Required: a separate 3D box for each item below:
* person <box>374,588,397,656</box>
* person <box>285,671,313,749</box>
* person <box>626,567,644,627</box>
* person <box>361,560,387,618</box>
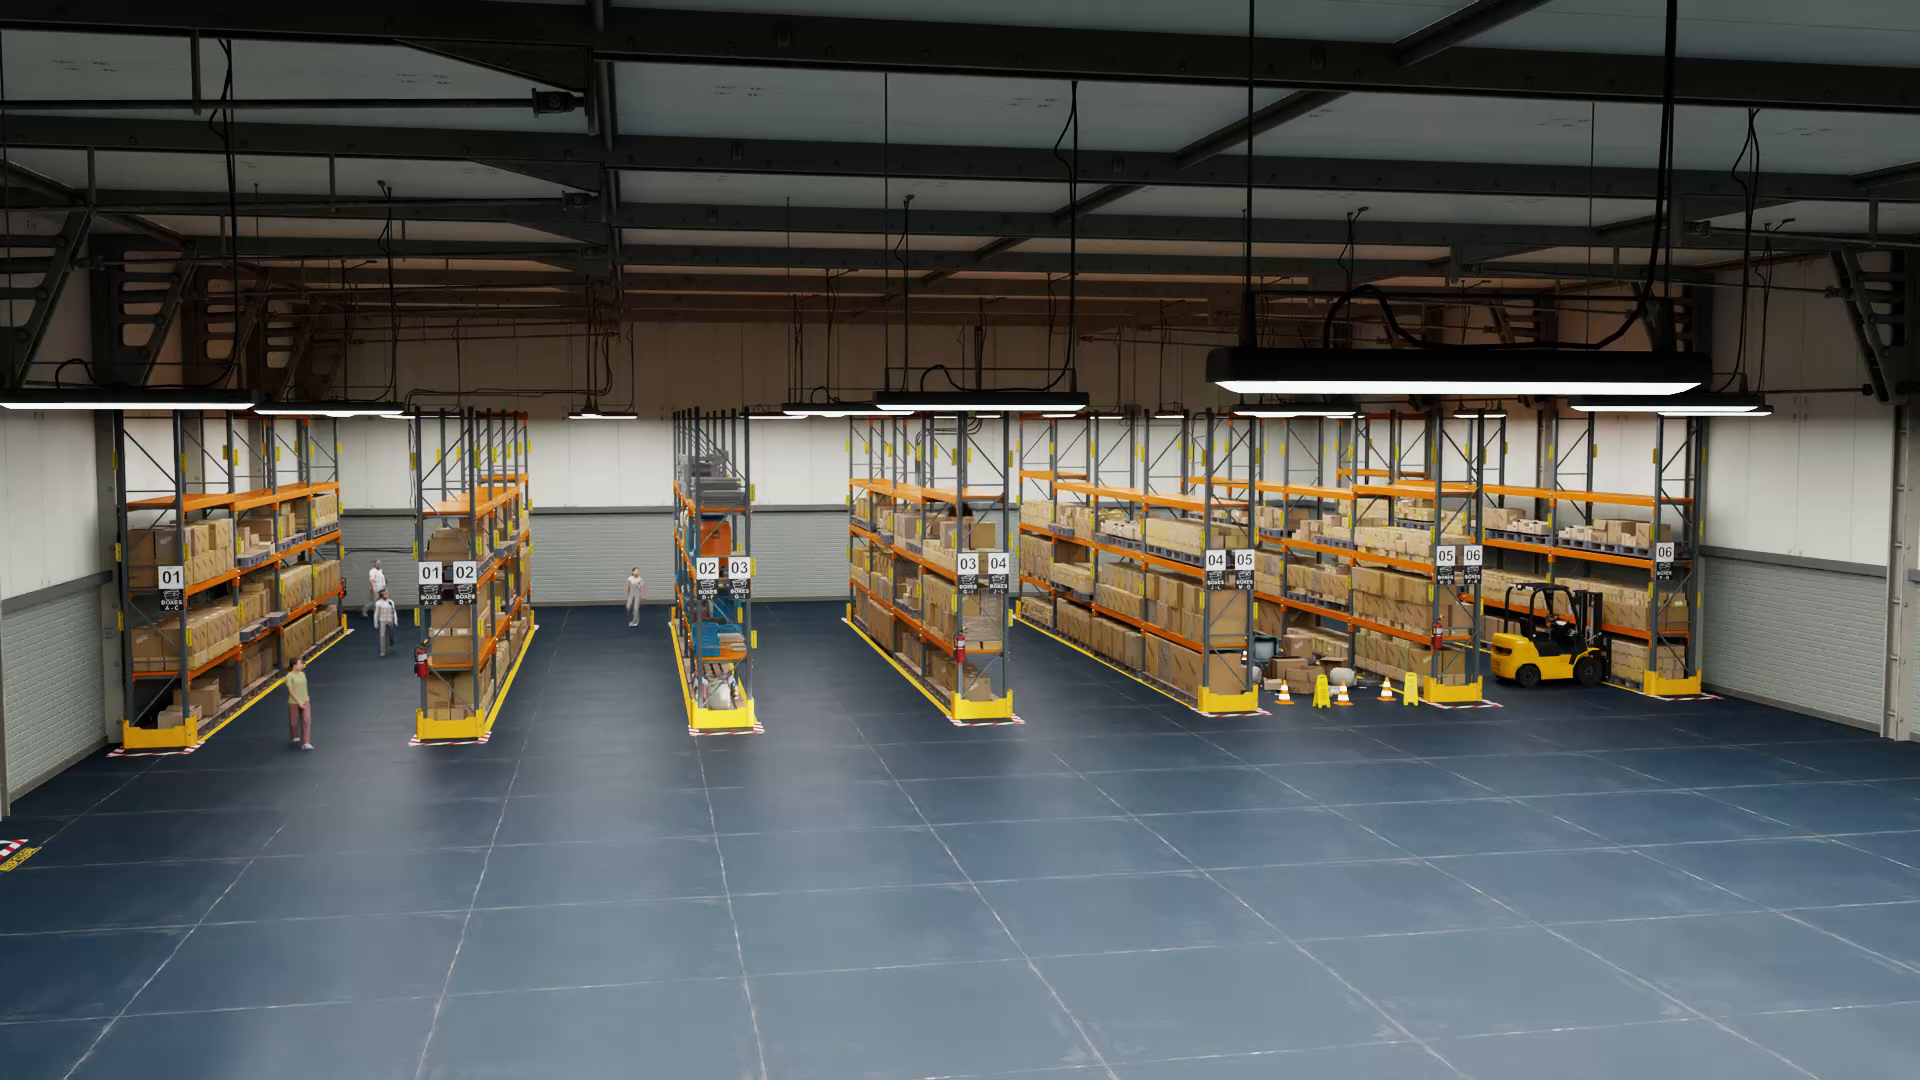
[{"bbox_3d":[-14.107,1.995,40.845,0.550,1.637,0.975,-1,4,-16],"label":"person"},{"bbox_3d":[-11.587,2.972,29.138,0.400,1.334,1.040,-3,5,-32],"label":"person"},{"bbox_3d":[-9.058,1.590,46.422,0.533,1.672,0.496,0,4,6],"label":"person"},{"bbox_3d":[-16.943,1.419,48.267,0.848,1.723,0.559,1,4,19],"label":"person"}]
